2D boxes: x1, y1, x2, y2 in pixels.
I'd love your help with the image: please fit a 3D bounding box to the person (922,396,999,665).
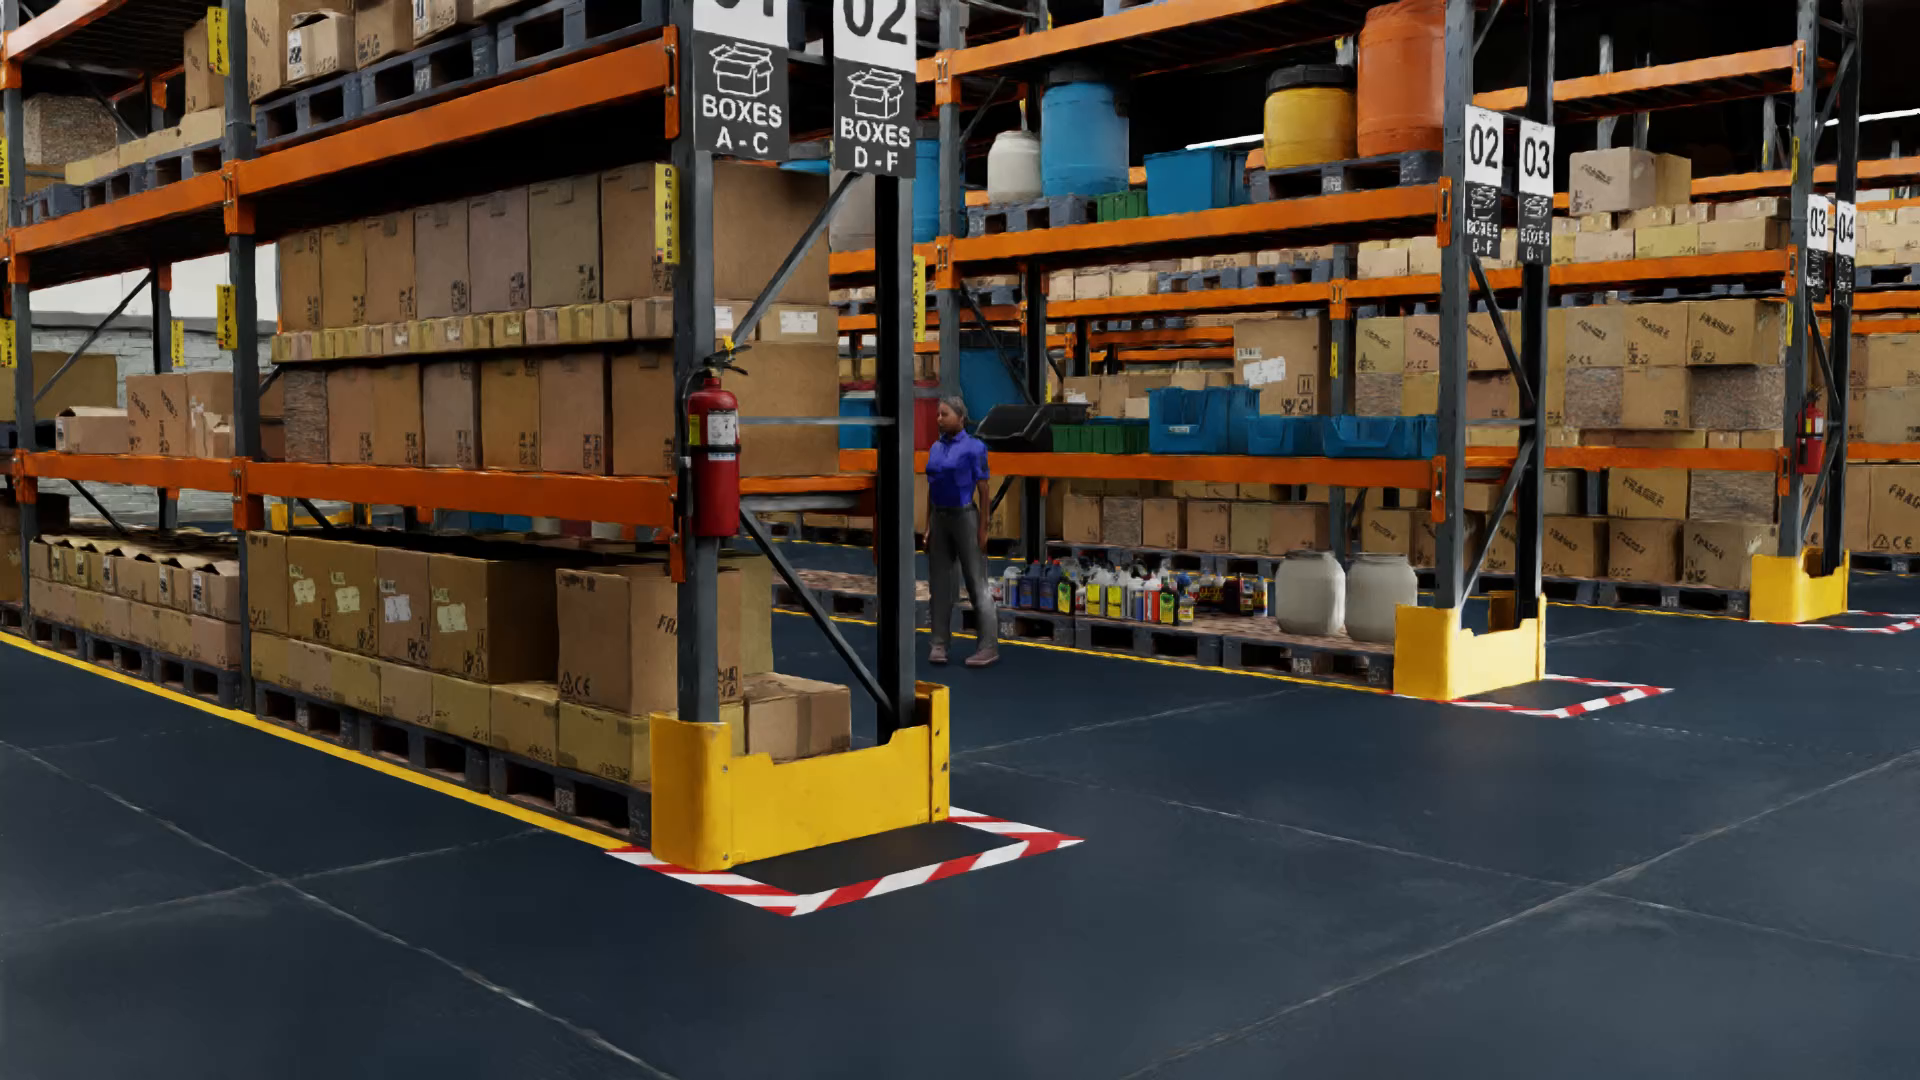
[{"bbox_3d":[-0.014,-0.066,10.349,0.484,1.657,0.359,3,5,39],"label":"person"}]
